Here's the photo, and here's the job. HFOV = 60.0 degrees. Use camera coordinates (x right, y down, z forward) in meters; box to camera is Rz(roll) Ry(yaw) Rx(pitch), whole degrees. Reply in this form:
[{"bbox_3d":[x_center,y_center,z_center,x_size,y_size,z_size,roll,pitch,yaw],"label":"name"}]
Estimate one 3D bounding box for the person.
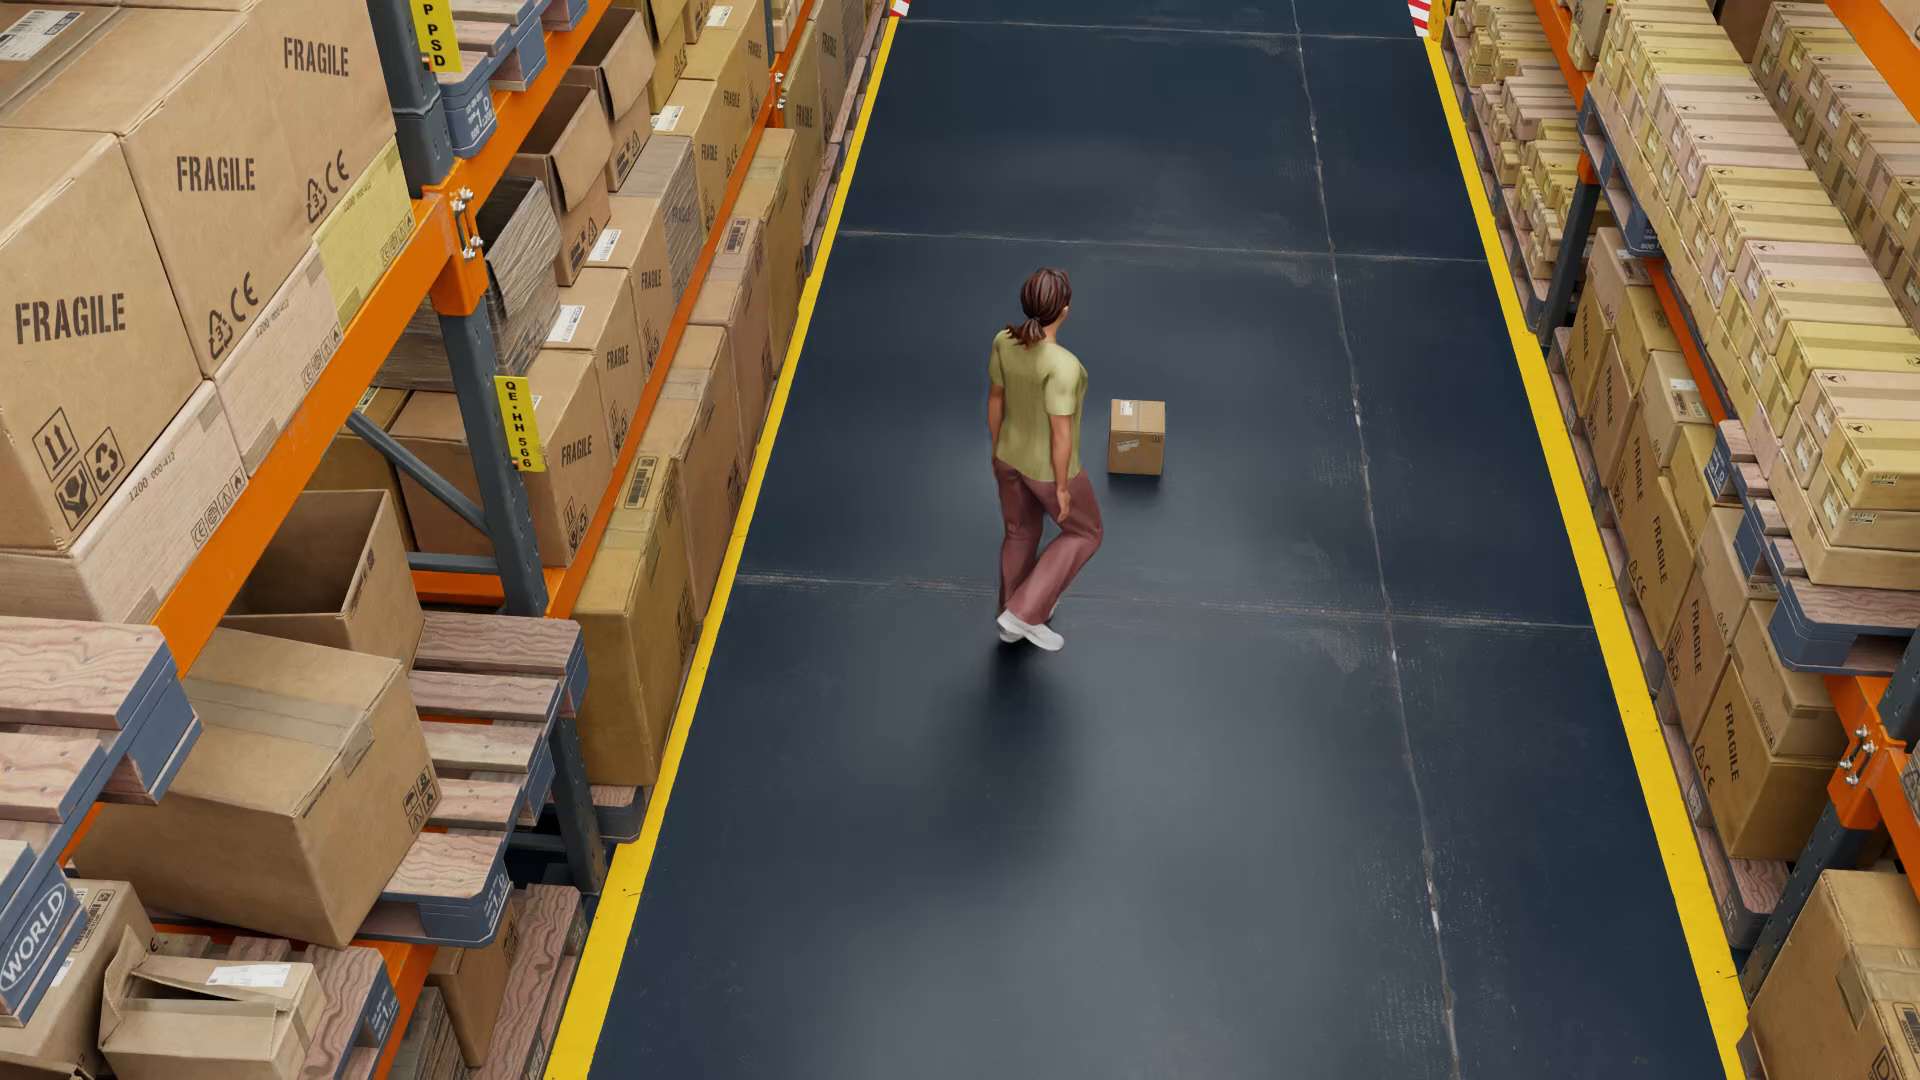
[{"bbox_3d":[0.274,-0.269,6.458,0.489,1.663,0.508,-33,50,-33],"label":"person"}]
